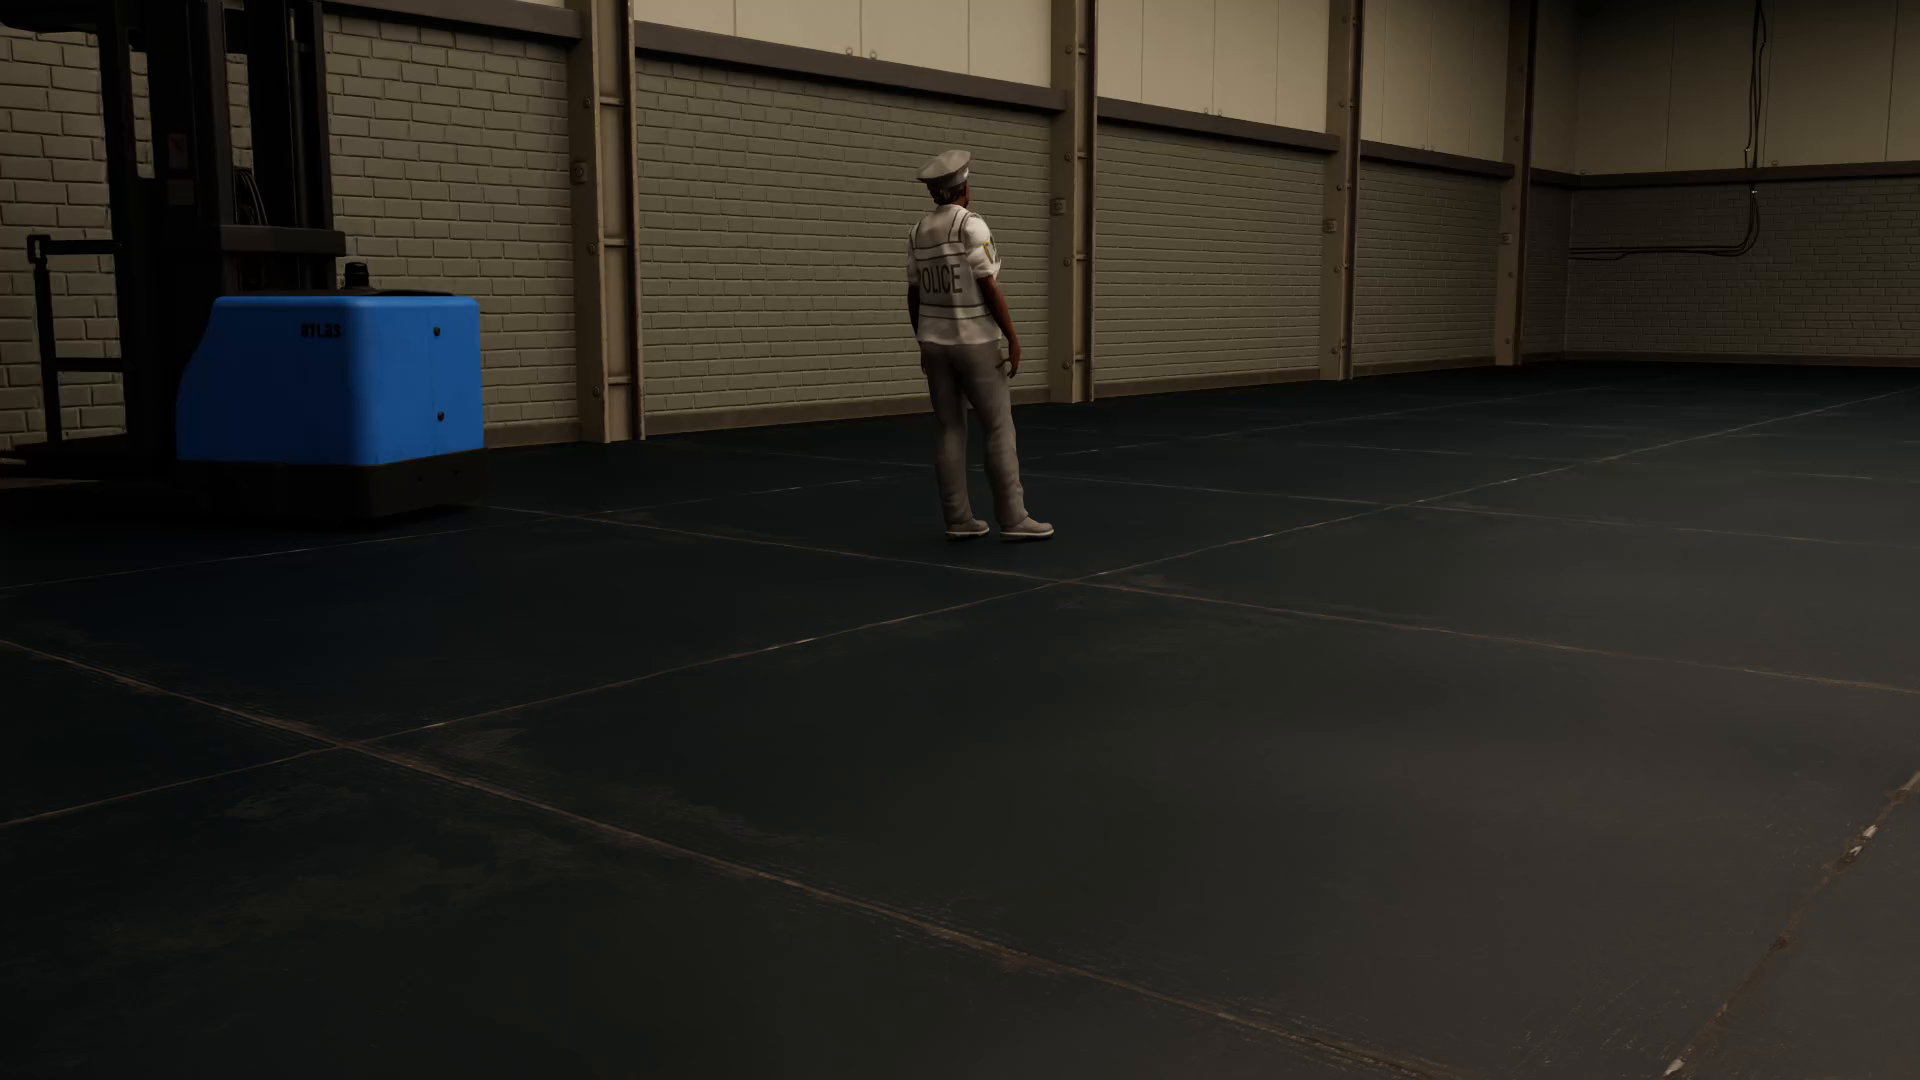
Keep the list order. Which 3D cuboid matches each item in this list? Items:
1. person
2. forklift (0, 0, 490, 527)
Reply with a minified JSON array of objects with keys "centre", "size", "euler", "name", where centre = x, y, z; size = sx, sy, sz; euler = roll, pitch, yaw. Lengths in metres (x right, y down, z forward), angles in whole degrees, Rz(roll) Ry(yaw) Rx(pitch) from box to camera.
[{"centre":[0.062,-0.853,7.327],"size":[0.570,1.697,0.528],"euler":[7,11,38],"name":"person"},{"centre":[-3.979,-1.608,8.270],"size":[3.031,2.935,1.130],"euler":[2,9,16],"name":"forklift"}]
